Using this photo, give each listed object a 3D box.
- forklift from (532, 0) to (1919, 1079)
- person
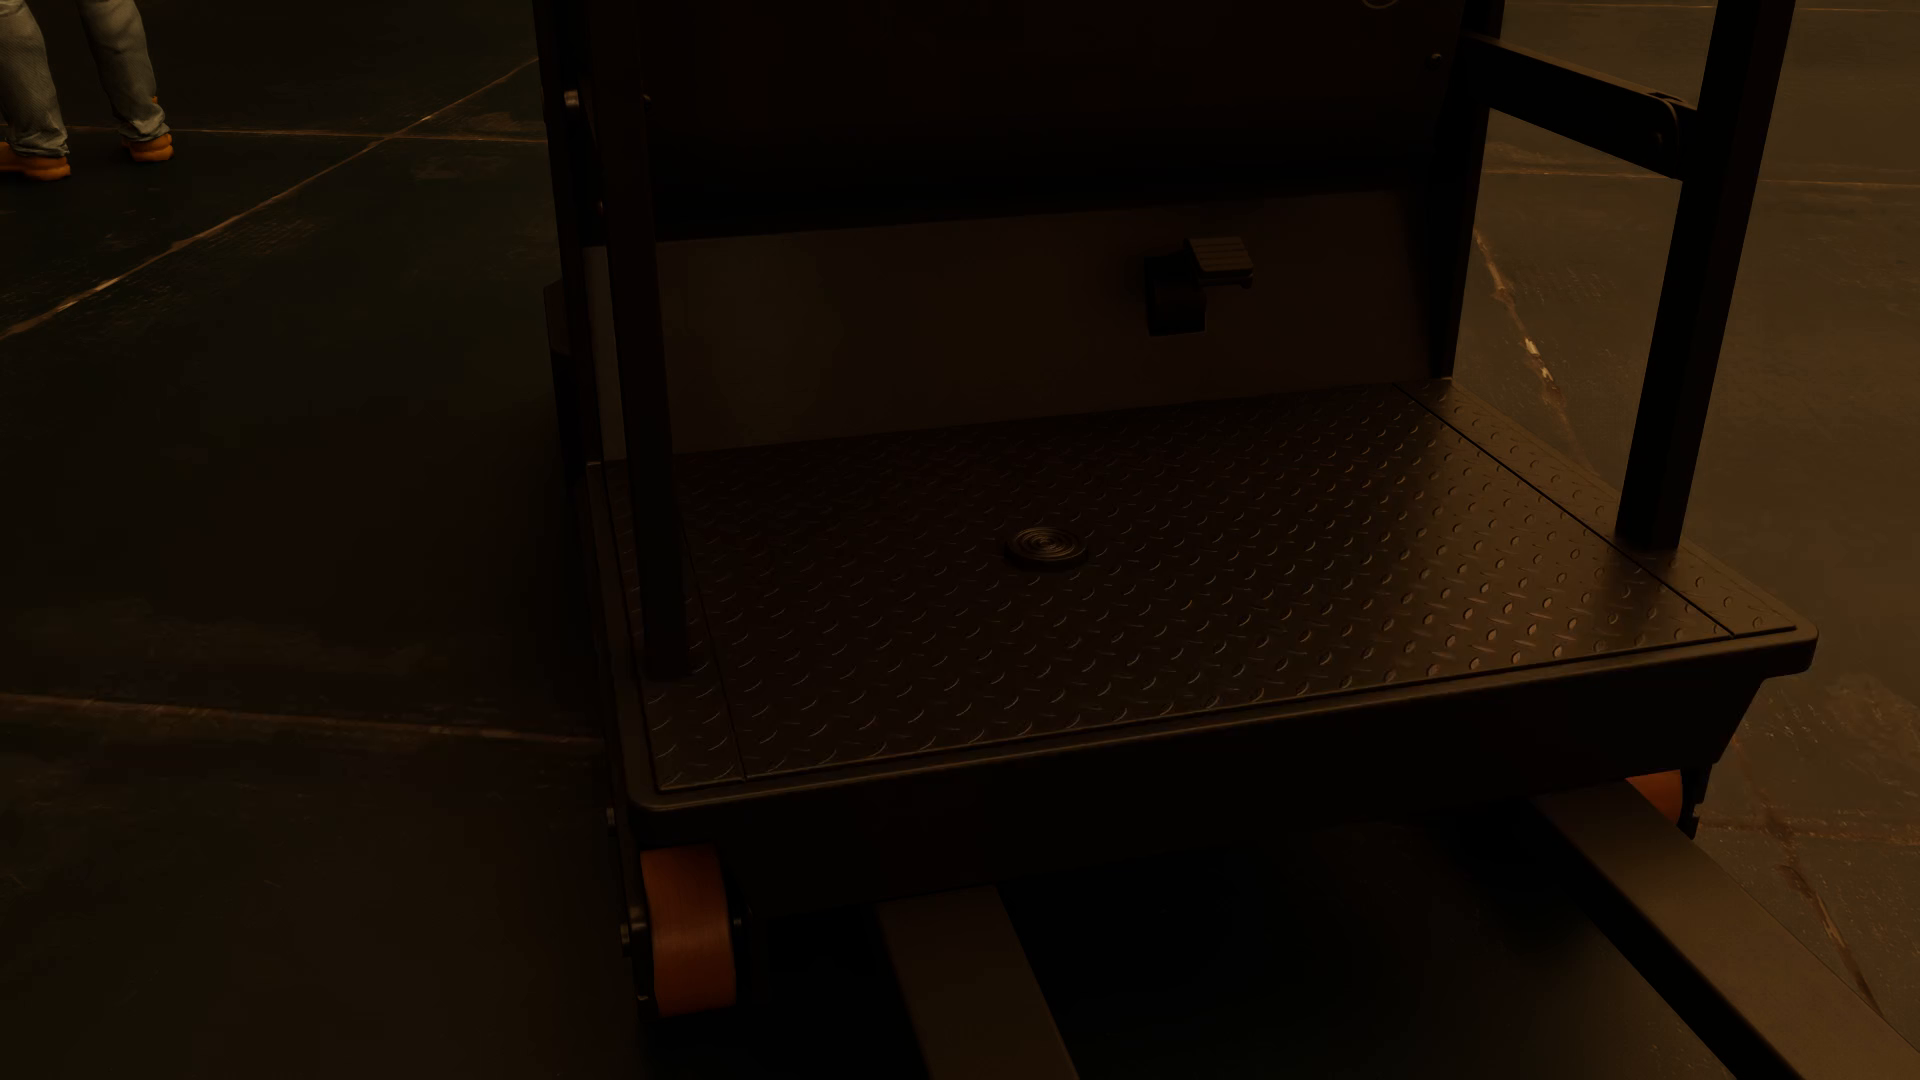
[{"bbox_3d":[0.153,-1.049,1.319,1.130,2.935,3.031,-7,27,-13],"label":"forklift"},{"bbox_3d":[-2.416,-1.815,4.171,0.463,1.760,0.631,24,35,39],"label":"person"}]
